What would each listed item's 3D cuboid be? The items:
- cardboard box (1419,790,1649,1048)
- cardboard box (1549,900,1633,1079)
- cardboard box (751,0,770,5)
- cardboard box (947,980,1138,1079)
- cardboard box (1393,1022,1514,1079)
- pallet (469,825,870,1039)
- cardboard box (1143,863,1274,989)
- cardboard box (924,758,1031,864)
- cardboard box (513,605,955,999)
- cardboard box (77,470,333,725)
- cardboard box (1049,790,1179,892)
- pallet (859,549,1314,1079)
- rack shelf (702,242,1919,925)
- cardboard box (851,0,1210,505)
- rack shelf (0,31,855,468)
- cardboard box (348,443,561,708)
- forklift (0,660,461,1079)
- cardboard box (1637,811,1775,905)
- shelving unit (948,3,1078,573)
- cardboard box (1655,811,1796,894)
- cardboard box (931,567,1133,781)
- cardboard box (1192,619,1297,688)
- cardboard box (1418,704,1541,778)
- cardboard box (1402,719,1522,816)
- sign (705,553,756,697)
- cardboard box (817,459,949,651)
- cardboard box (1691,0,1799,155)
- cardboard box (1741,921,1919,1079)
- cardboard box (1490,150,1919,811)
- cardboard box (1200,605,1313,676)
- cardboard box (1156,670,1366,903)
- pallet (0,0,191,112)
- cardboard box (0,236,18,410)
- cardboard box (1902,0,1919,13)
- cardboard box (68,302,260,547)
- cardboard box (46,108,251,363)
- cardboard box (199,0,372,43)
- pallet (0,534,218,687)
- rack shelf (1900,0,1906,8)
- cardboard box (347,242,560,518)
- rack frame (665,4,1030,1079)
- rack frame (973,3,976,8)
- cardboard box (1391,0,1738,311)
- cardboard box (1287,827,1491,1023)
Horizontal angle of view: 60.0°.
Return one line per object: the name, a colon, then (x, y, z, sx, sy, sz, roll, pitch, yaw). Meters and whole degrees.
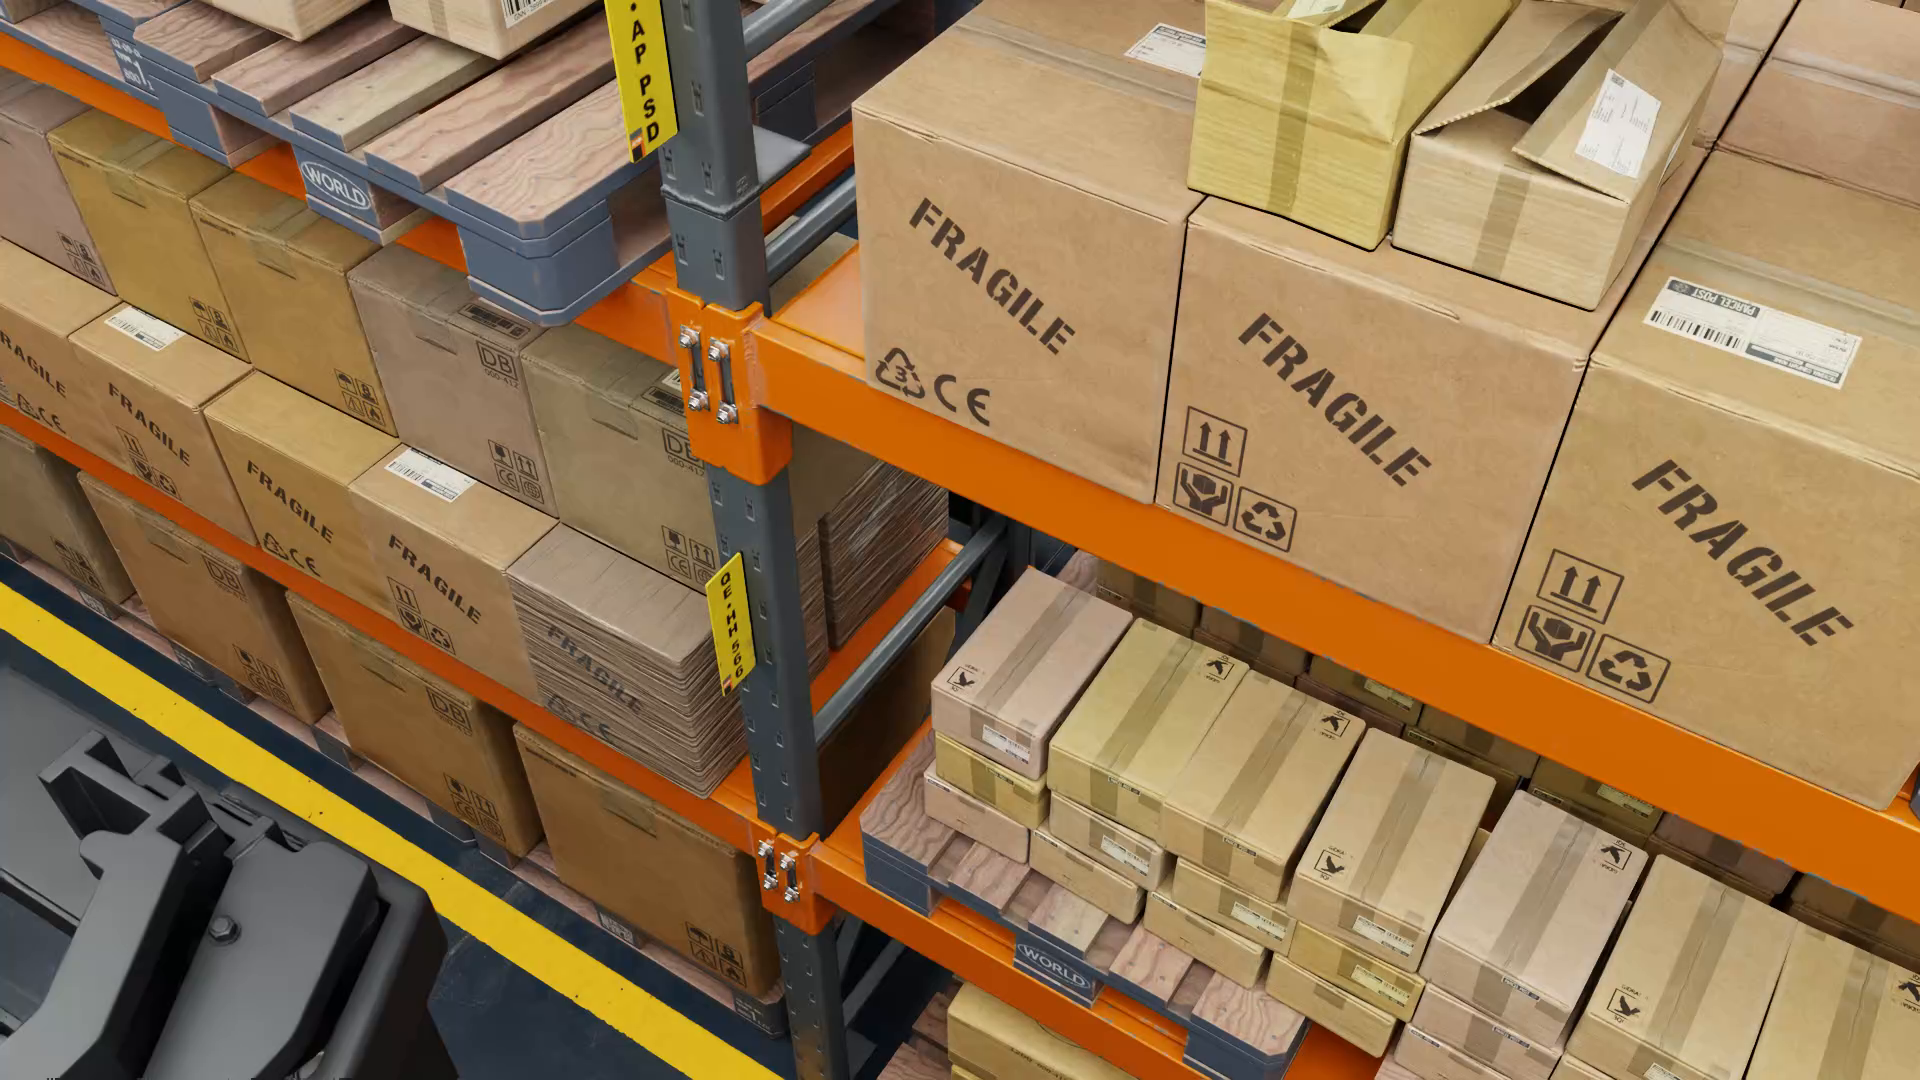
cardboard box: (1.027, 0.670, 2.975, 0.250, 0.149, 0.380, 27, 52, 24)
cardboard box: (1.242, 0.877, 2.981, 0.250, 0.149, 0.380, 24, 51, 22)
cardboard box: (-0.335, -1.132, 2.979, 0.250, 0.149, 0.380, 23, 50, 21)
cardboard box: (0.309, 1.110, 4.007, 0.500, 0.250, 0.500, 23, 50, 20)
cardboard box: (1.033, 0.883, 3.183, 0.250, 0.149, 0.380, 26, 51, 23)
pallet: (-0.764, 0.854, 5.273, 1.213, 0.211, 1.003, 25, 51, 22)
cardboard box: (0.580, 0.678, 3.382, 0.250, 0.149, 0.380, 27, 52, 24)
cardboard box: (0.127, 0.470, 3.584, 0.250, 0.149, 0.380, 24, 50, 22)
cardboard box: (-0.605, 0.581, 4.870, 0.750, 0.750, 1.050, 24, 50, 22)
cardboard box: (-2.127, -0.116, 5.547, 0.750, 0.750, 1.050, 25, 51, 22)
cardboard box: (0.387, 0.483, 3.364, 0.250, 0.149, 0.380, 27, 52, 24)
pallet: (0.517, 0.512, 3.795, 1.003, 0.211, 1.213, 25, 51, 22)
rack shelf: (1.543, 0.213, 2.361, 4.000, 0.370, 1.077, 25, 51, 22)
cardboard box: (0.196, -0.465, 2.449, 0.500, 0.500, 0.500, 25, 51, 22)
rack shelf: (-1.824, -1.336, 3.866, 4.000, 0.370, 1.077, 25, 51, 22)
cardboard box: (-1.084, -0.008, 4.096, 0.500, 0.500, 0.500, 25, 51, 22)
forklift: (-1.491, 1.355, 2.890, 3.031, 2.935, 1.130, 23, 50, 21)
cardboard box: (1.599, 0.588, 3.470, 0.250, 0.149, 0.380, 26, 51, 23)
shelving unit: (0.139, -0.668, 5.435, 0.503, 2.100, 0.431, 25, 51, 22)
cardboard box: (1.608, 0.485, 3.362, 0.250, 0.149, 0.380, 26, 51, 23)
cardboard box: (0.147, 0.265, 3.369, 0.250, 0.149, 0.380, 25, 51, 22)
cardboard box: (0.731, 0.185, 3.861, 0.250, 0.149, 0.380, 25, 51, 22)
cardboard box: (1.180, 0.287, 3.554, 0.250, 0.149, 0.380, 25, 51, 22)
cardboard box: (1.155, 0.383, 3.668, 0.250, 0.149, 0.380, 24, 50, 22)
sign: (-0.438, 0.166, 3.190, 0.005, 0.325, 0.100, 25, 51, 22)
cardboard box: (-0.373, -0.138, 4.223, 0.500, 0.500, 0.500, 25, 51, 23)
cardboard box: (0.905, -0.593, 2.574, 0.500, 0.500, 0.500, 25, 51, 22)
cardboard box: (1.459, 0.870, 2.781, 0.250, 0.149, 0.380, 24, 50, 22)
cardboard box: (1.045, -0.085, 2.080, 0.500, 0.500, 0.500, 25, 51, 22)
cardboard box: (0.747, 0.090, 3.746, 0.250, 0.149, 0.380, 27, 51, 23)
cardboard box: (0.575, 0.463, 3.176, 0.250, 0.149, 0.380, 24, 51, 22)
pallet: (-1.654, -1.395, 3.554, 1.213, 0.211, 1.003, 27, 52, 24)
cardboard box: (-2.785, -0.789, 4.856, 0.500, 0.500, 0.500, 25, 51, 22)
cardboard box: (3.753, -2.010, 6.042, 0.500, 0.500, 0.500, 24, 50, 21)
cardboard box: (-1.938, -0.397, 4.475, 0.500, 0.500, 0.500, 25, 51, 23)
cardboard box: (-1.803, -0.920, 4.285, 0.500, 0.500, 0.700, 24, 51, 22)
cardboard box: (-1.183, -1.186, 2.919, 0.500, 0.311, 0.500, 25, 51, 22)
pallet: (-2.818, -0.090, 6.191, 1.213, 0.211, 1.003, 25, 51, 22)
rack shelf: (4.306, -1.697, 6.309, 4.000, 0.370, 1.077, 25, 51, 22)
cardboard box: (-0.940, -0.525, 3.901, 0.500, 0.500, 0.700, 24, 50, 22)
rack frame: (-0.141, 0.233, 3.932, 0.127, 3.000, 1.000, 25, 51, 22)
rack frame: (-0.066, -0.762, 5.526, 0.015, 2.100, 0.400, 25, 51, 22)
cardboard box: (0.721, -0.516, 1.965, 0.258, 0.266, 0.396, 25, 51, 22)
cardboard box: (0.826, 0.682, 3.171, 0.250, 0.149, 0.380, 25, 51, 22)
